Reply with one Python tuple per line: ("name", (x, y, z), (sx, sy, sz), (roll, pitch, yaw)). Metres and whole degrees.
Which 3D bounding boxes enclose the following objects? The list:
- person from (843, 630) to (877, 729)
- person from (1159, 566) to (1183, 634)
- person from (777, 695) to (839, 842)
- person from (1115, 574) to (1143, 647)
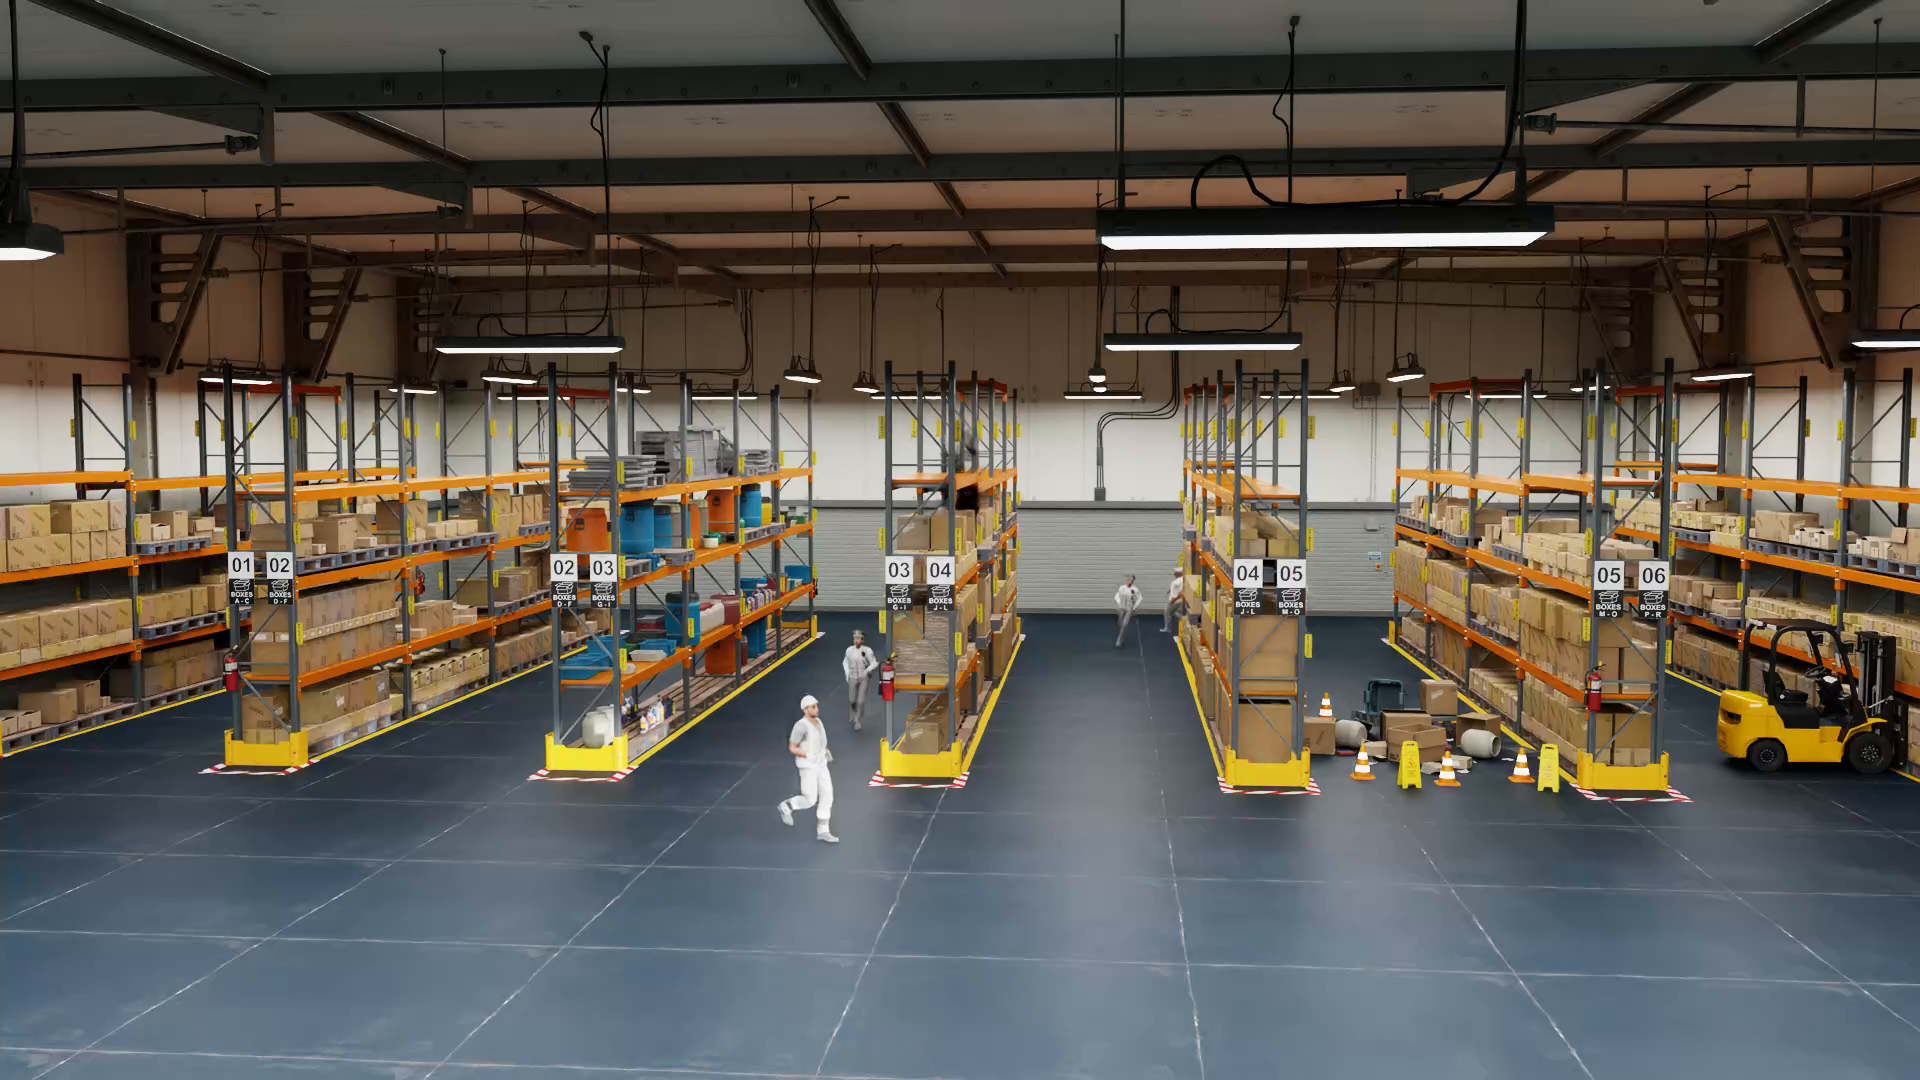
("person", (-1.740, 2.338, 27.982), (0.511, 1.669, 0.569), (0, 4, 6))
("person", (5.250, 1.472, 40.833), (0.775, 1.694, 0.773), (1, 4, 18))
("person", (-1.842, 2.783, 20.374), (0.869, 1.772, 0.657), (2, 4, 32))
("person", (3.926, 1.625, 38.789), (0.644, 1.682, 0.783), (1, 4, 19))
